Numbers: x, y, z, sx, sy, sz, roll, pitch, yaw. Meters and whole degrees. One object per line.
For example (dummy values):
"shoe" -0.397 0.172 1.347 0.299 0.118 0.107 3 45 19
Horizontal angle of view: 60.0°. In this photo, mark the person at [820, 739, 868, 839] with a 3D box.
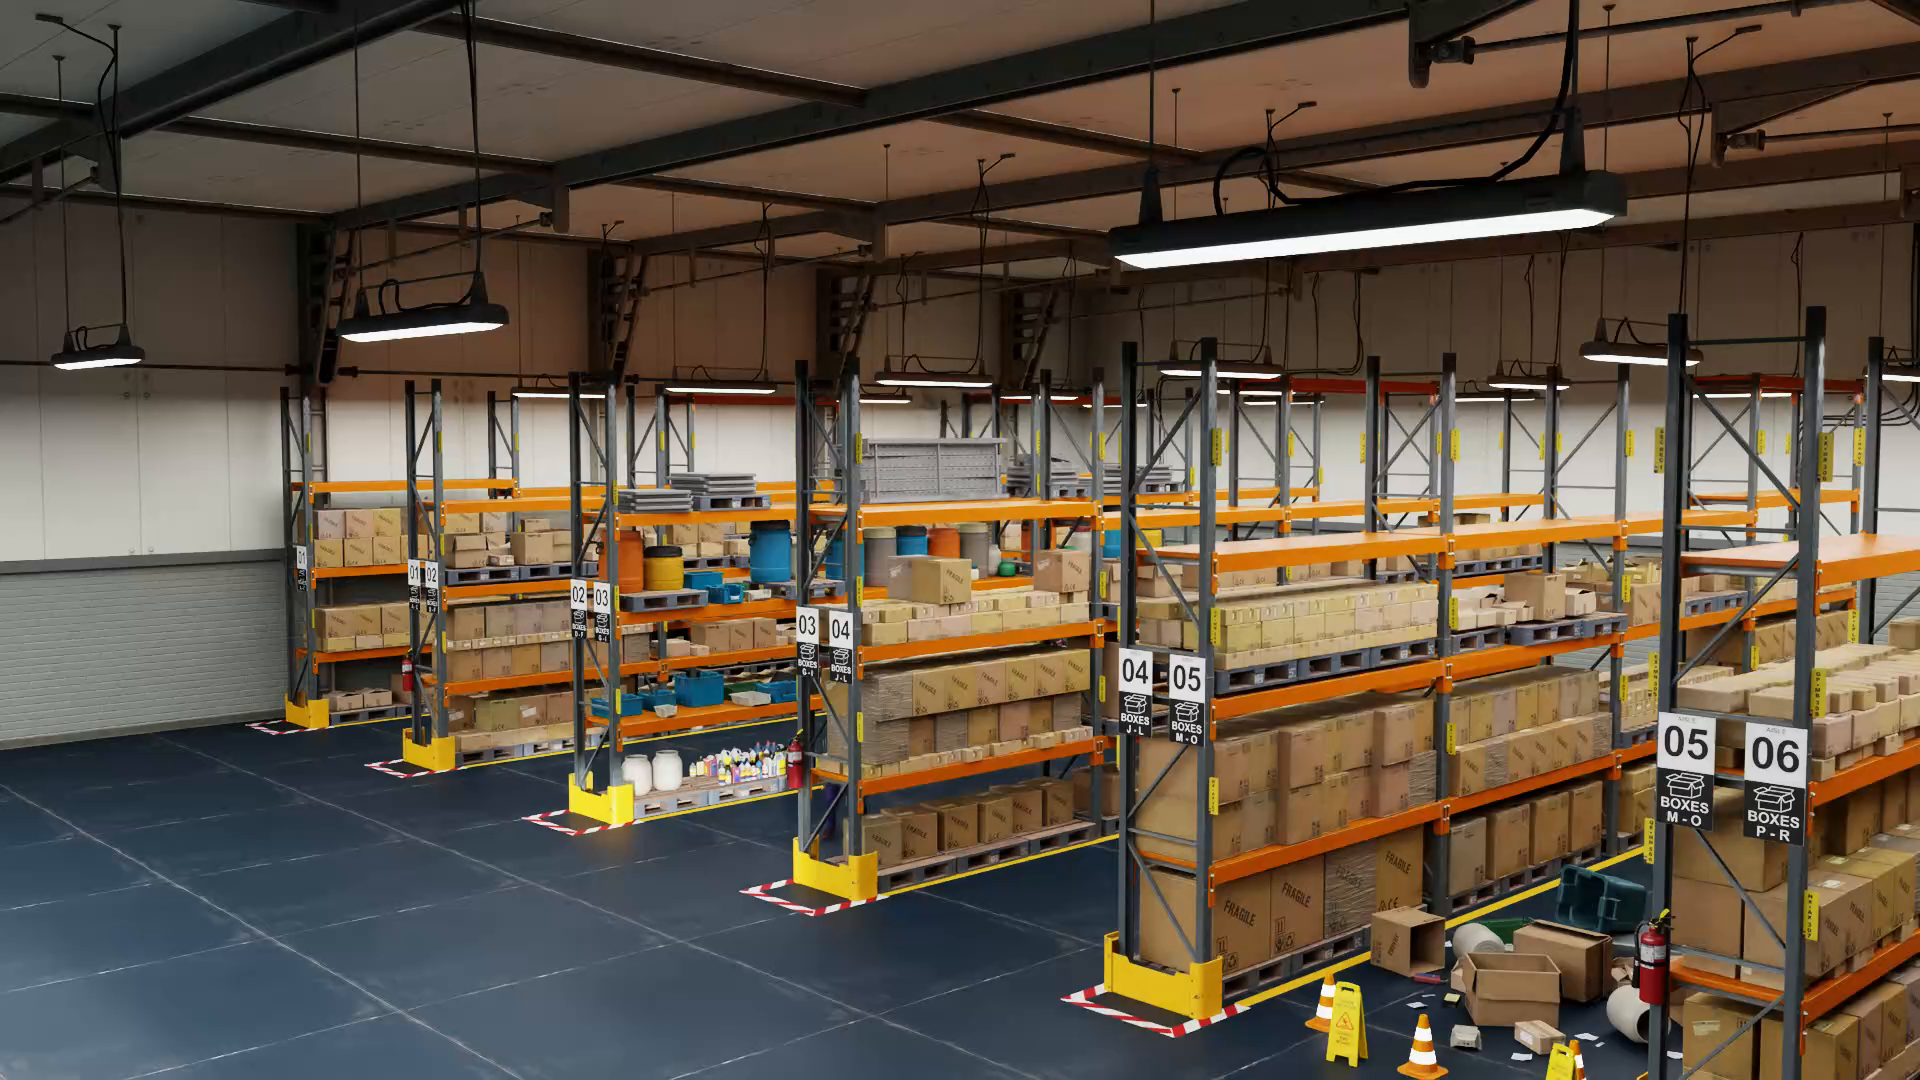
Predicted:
"person" -1.521 2.978 21.387 0.615 1.611 0.894 2 4 24
